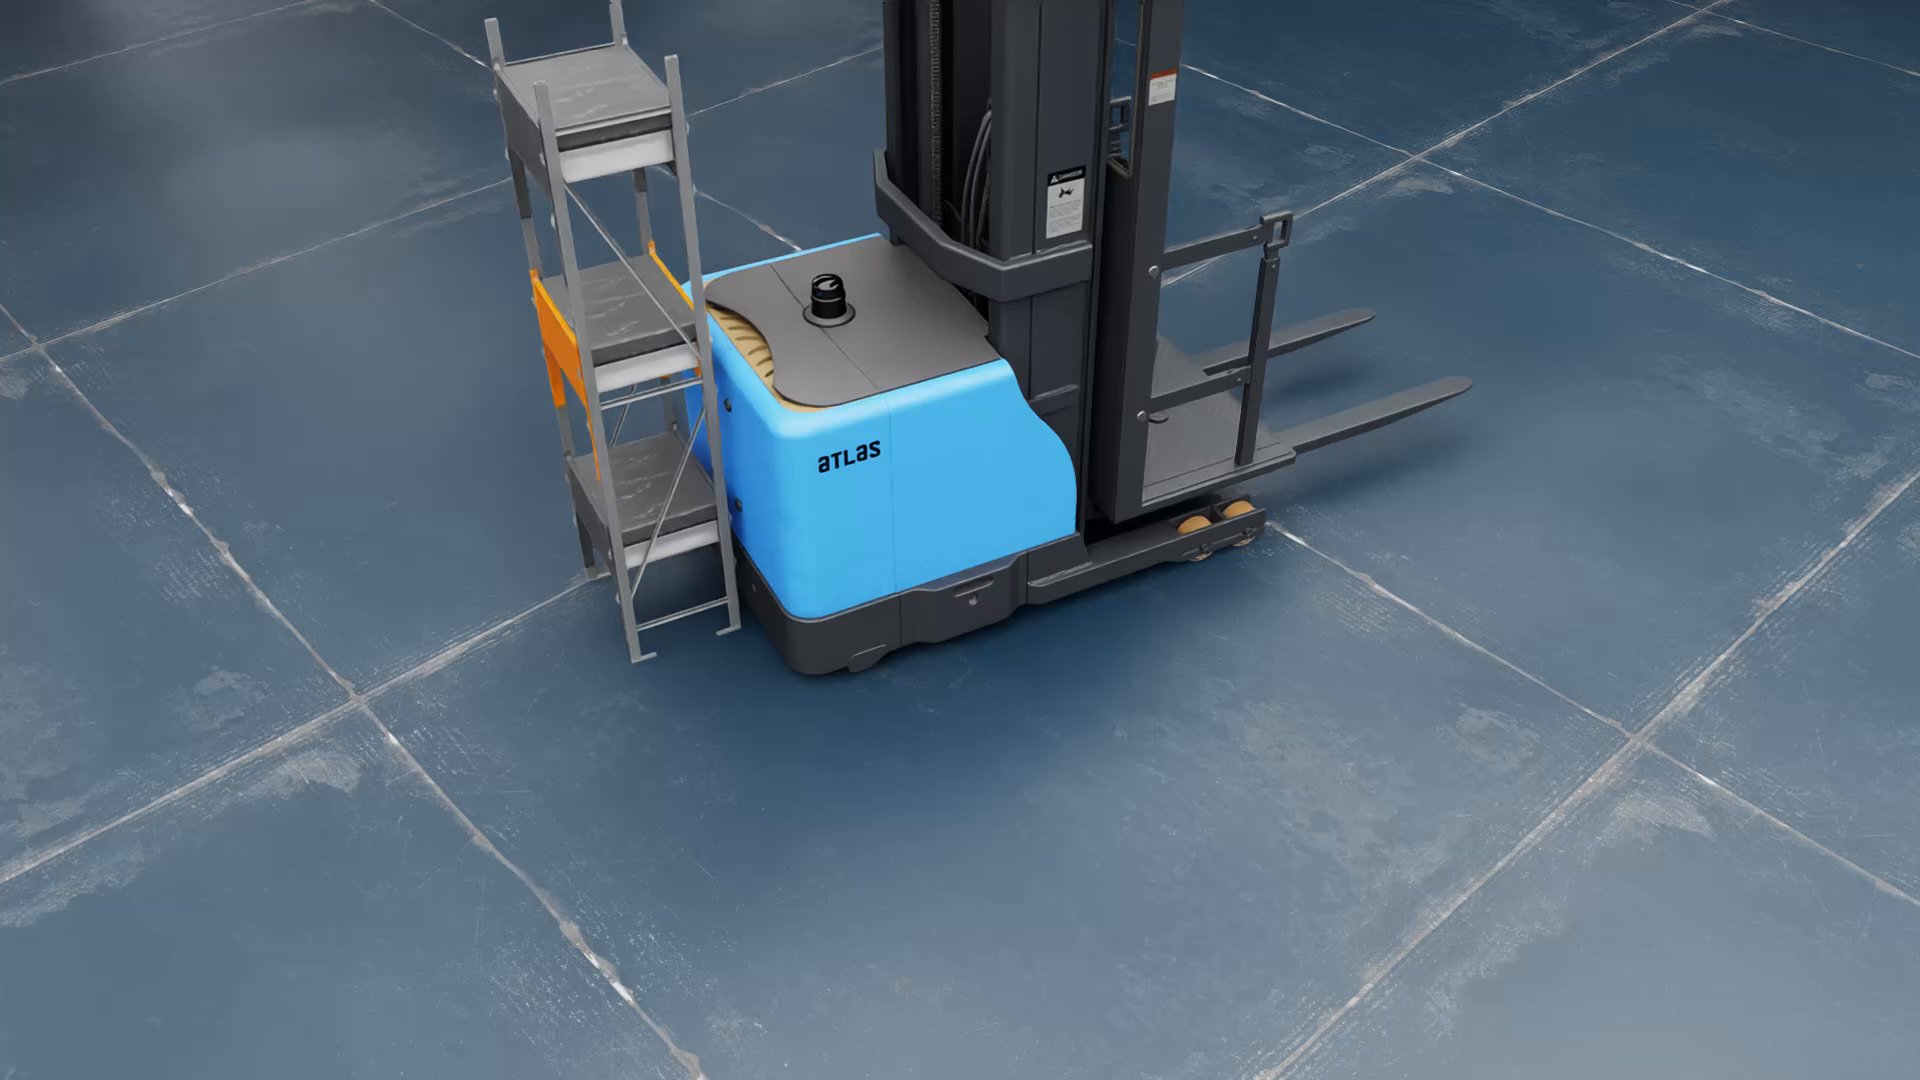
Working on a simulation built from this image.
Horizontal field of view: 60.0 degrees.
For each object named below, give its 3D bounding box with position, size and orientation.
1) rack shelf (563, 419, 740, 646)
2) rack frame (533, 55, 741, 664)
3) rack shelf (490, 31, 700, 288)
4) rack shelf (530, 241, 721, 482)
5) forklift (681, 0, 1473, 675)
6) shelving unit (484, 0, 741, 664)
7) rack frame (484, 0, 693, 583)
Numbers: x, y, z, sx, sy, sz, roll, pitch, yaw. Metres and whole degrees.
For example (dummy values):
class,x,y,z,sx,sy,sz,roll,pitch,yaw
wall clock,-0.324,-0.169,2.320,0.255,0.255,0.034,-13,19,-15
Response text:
class,x,y,z,sx,sy,sz,roll,pitch,yaw
rack shelf,-1.065,-0.031,5.753,0.431,0.518,0.480,-18,42,-21
rack frame,-0.952,-0.450,5.136,0.400,2.100,0.015,-18,42,-21
rack shelf,-1.065,-1.120,4.873,0.431,0.518,0.480,-18,42,-21
rack shelf,-1.065,-0.576,5.313,0.431,0.518,0.480,-18,42,-21
forklift,0.565,-1.339,5.575,3.031,2.935,1.130,-18,42,-21
shelving unit,-1.065,-0.586,5.305,0.431,2.100,0.503,-18,42,-21
rack frame,-1.177,-0.722,5.473,0.400,2.100,0.015,-18,42,-21
